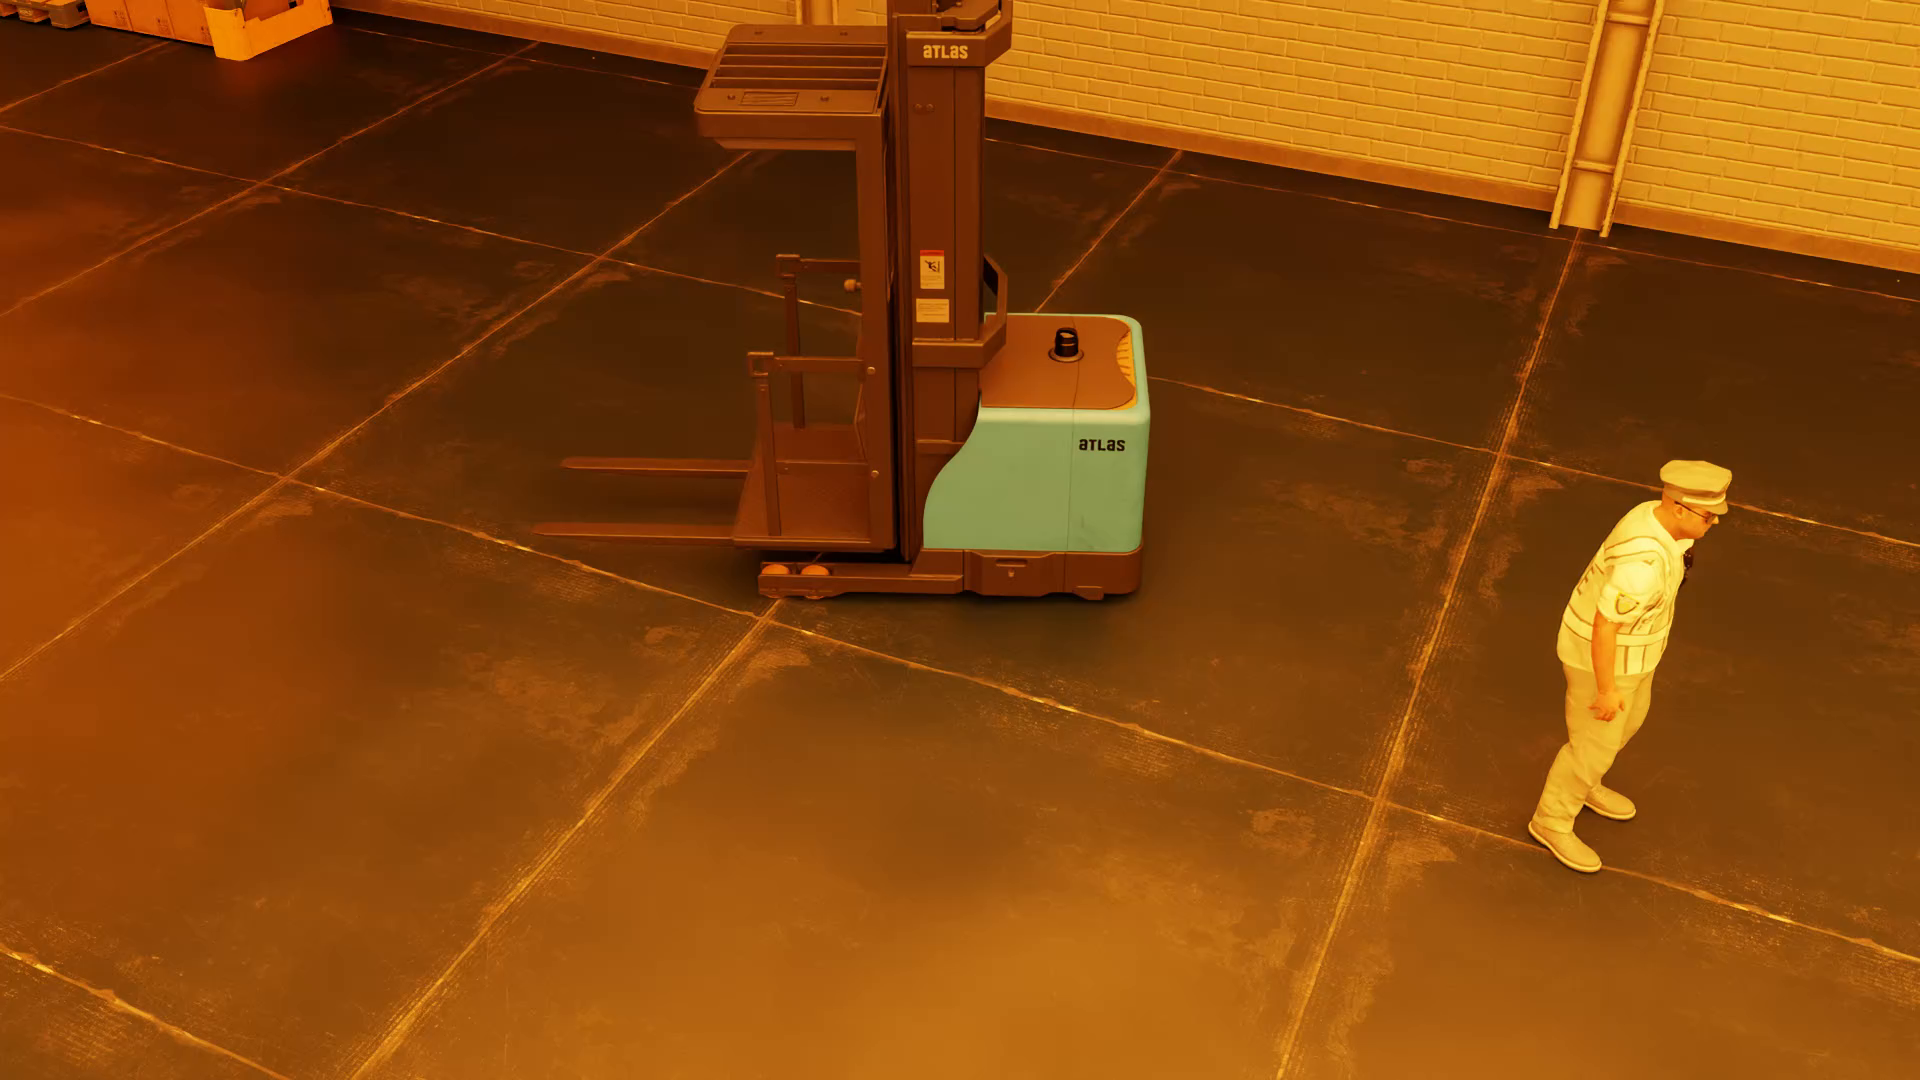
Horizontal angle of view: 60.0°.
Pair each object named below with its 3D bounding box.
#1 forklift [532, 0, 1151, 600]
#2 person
[{"bbox_3d":[-0.608,-1.208,7.780,3.031,2.935,1.130,1,36,2],"label":"forklift"},{"bbox_3d":[2.564,0.445,6.481,0.443,1.747,0.603,23,41,29],"label":"person"}]
